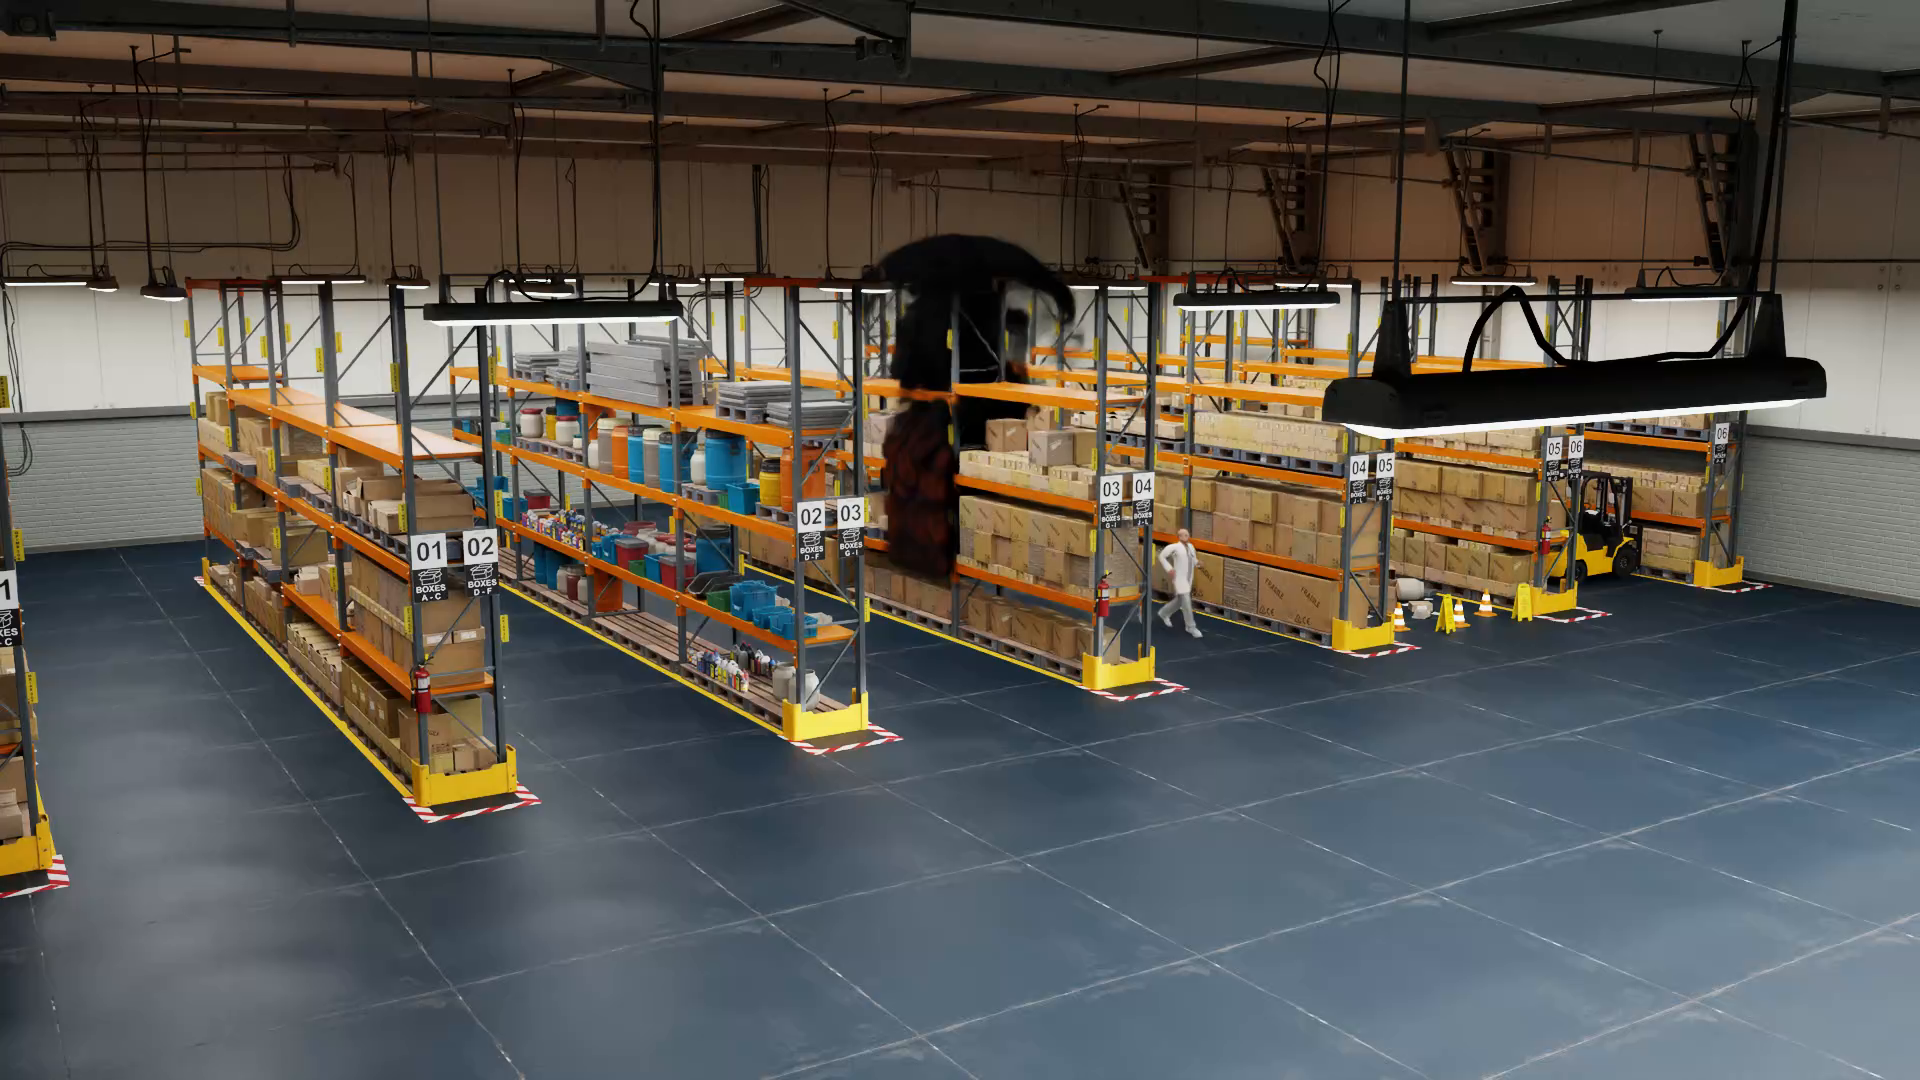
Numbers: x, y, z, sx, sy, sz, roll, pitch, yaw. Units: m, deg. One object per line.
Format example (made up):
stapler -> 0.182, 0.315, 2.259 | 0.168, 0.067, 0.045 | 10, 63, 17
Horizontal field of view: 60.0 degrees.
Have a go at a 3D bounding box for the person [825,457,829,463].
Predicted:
person -> -3.456, -1.279, 40.841 | 0.751, 1.592, 0.638 | 2, 10, 13

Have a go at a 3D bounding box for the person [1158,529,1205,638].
person -> 3.785, 0.701, 28.417 | 1.040, 1.805, 0.703 | 9, 13, 44
